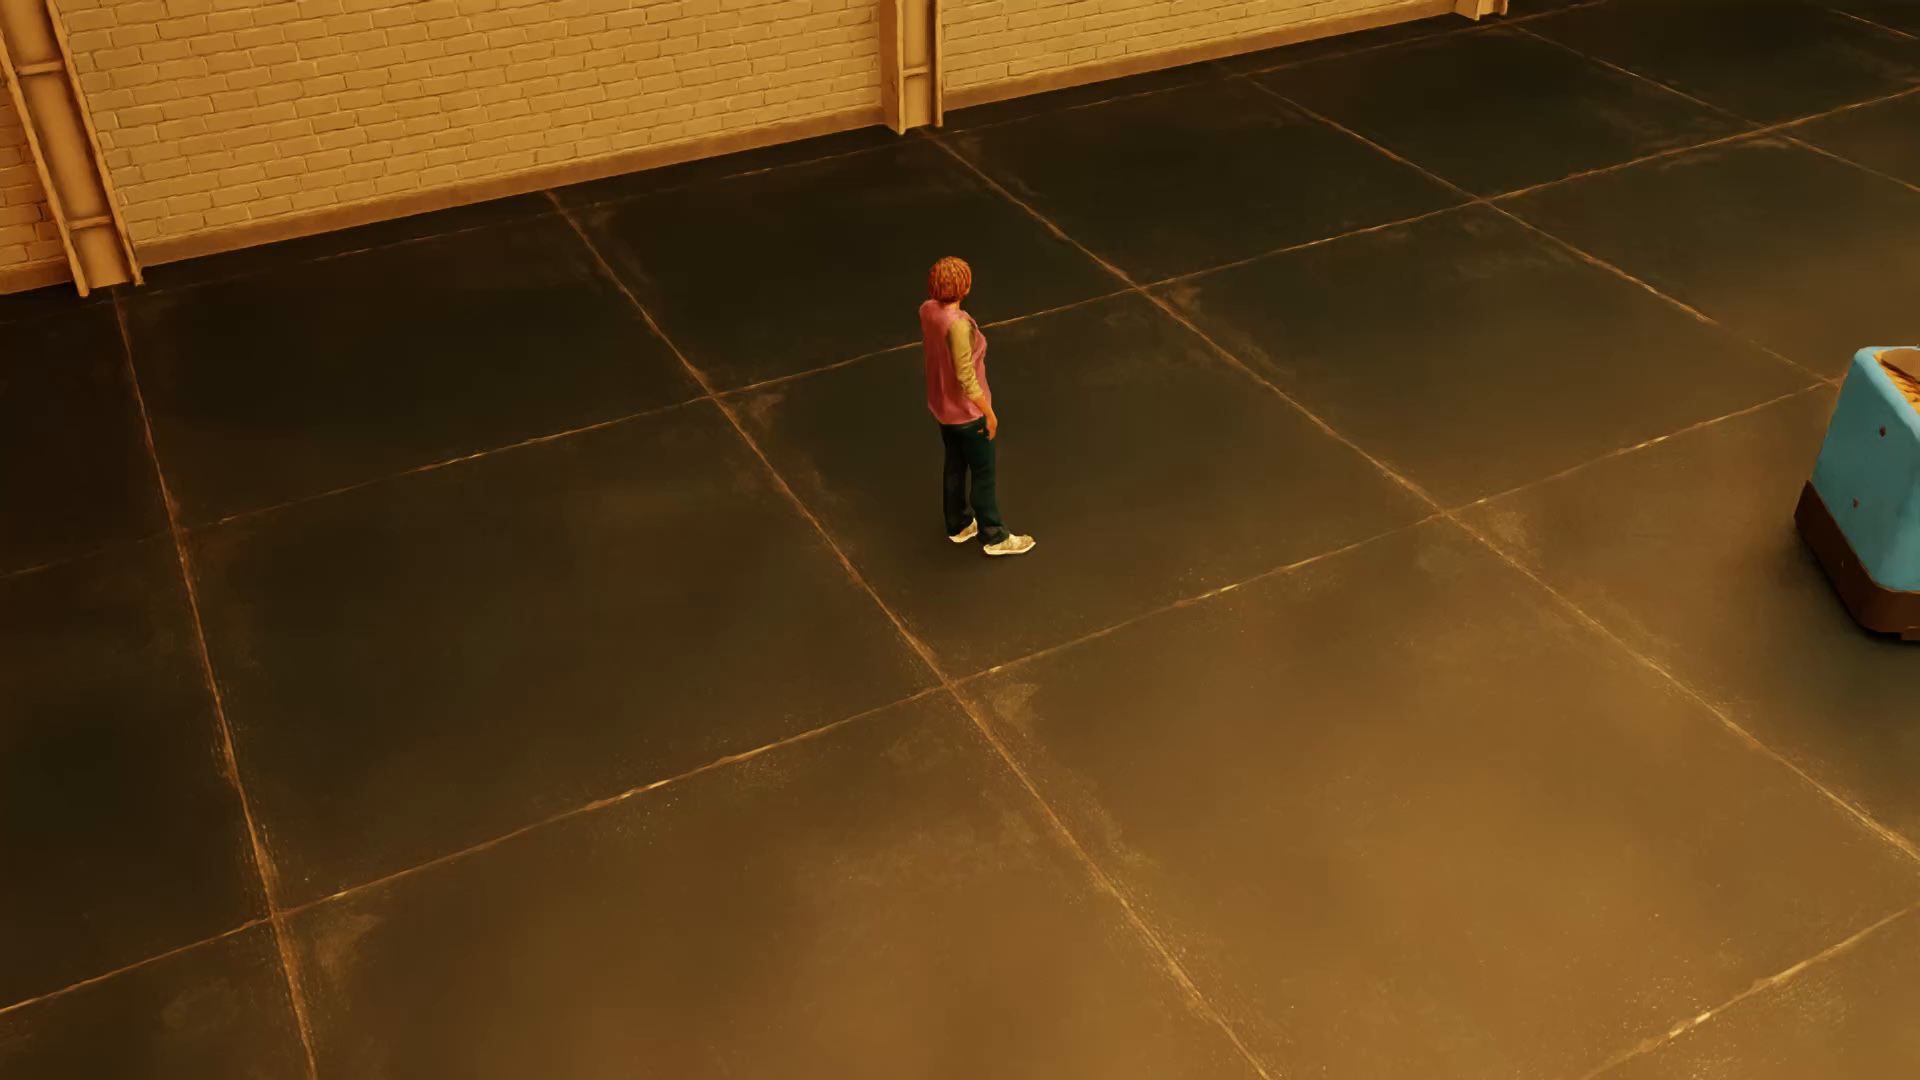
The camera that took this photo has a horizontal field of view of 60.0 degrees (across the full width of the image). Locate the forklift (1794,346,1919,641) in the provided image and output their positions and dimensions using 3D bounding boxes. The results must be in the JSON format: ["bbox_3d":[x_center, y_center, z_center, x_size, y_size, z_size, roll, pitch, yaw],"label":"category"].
[{"bbox_3d":[5.845,-0.943,7.457,3.031,2.935,1.130,2,35,3],"label":"forklift"}]

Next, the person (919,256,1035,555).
[{"bbox_3d":[0.072,-0.671,8.216,0.474,1.597,0.520,-17,39,-23],"label":"person"}]
